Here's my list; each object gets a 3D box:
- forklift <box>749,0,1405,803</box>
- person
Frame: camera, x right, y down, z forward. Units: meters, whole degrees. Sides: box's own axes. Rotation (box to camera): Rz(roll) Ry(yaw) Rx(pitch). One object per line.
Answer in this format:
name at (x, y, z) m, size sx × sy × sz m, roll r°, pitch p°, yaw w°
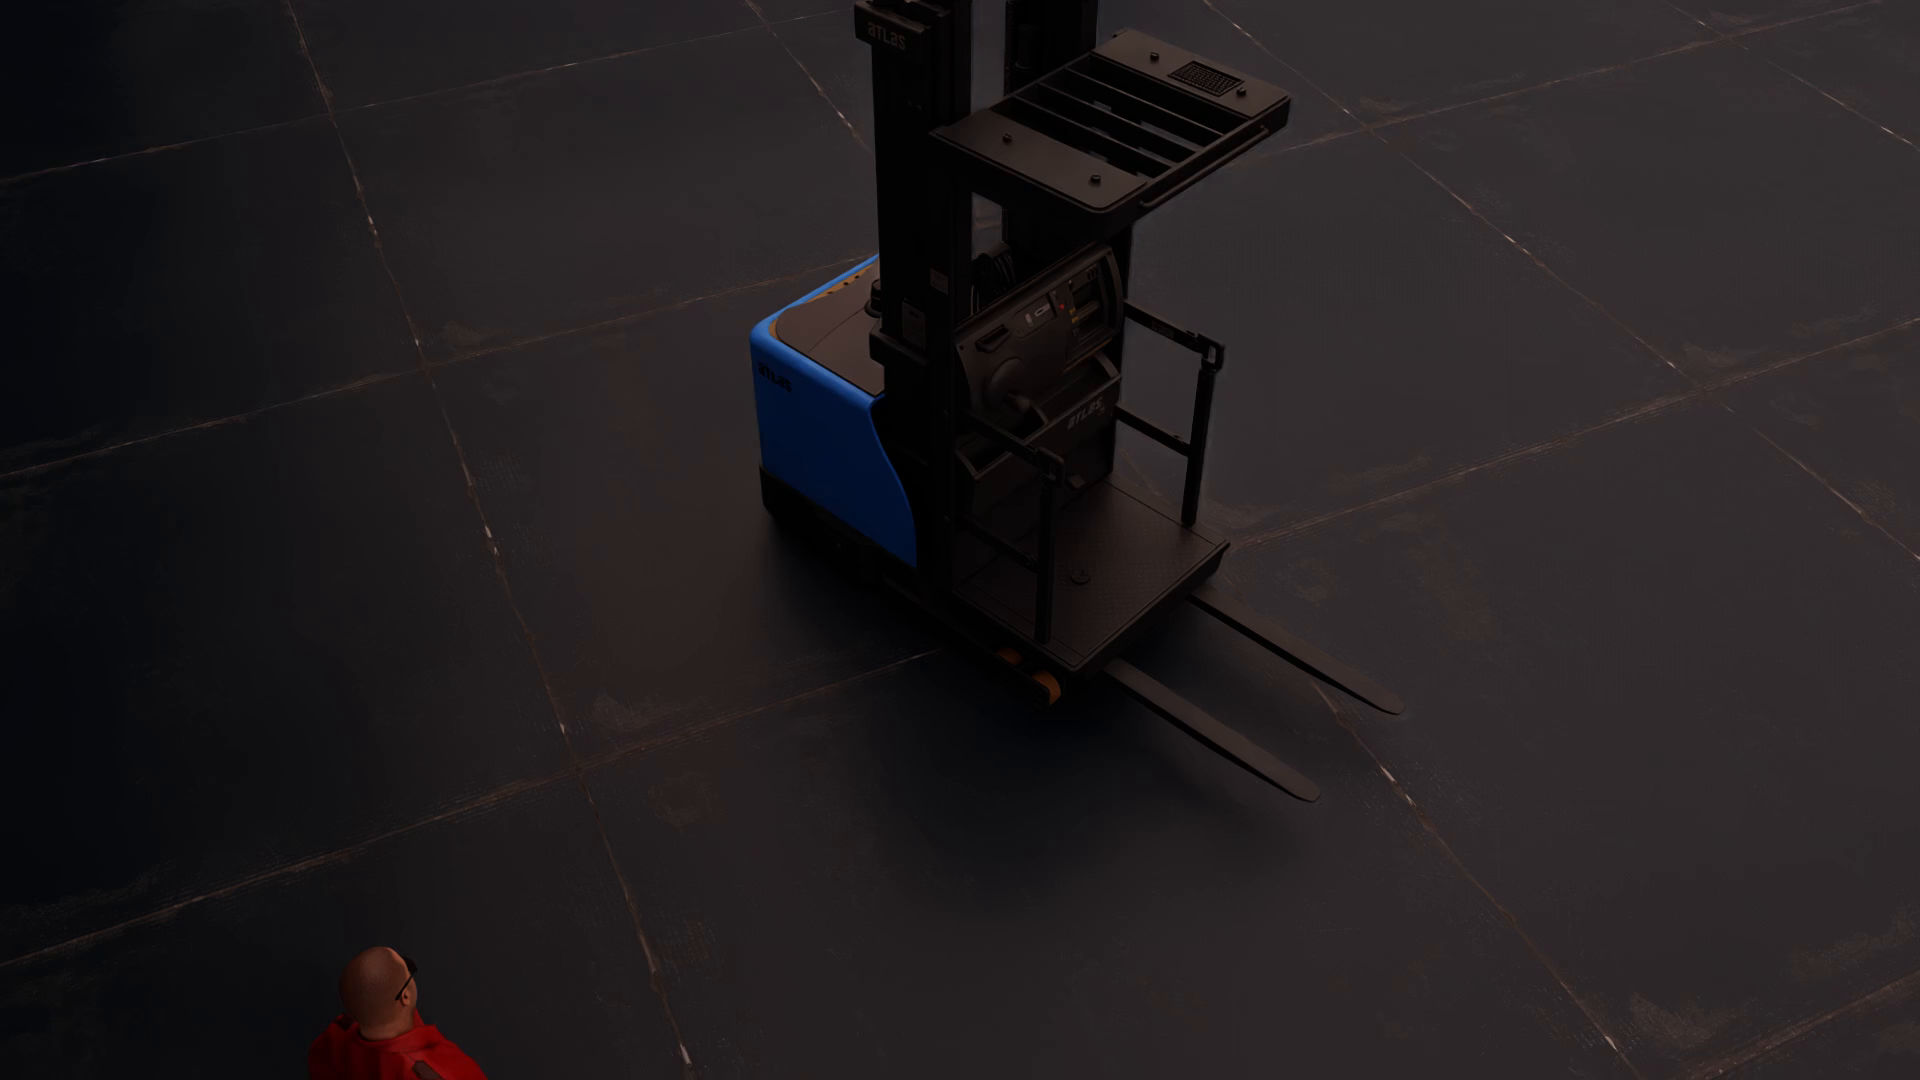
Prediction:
forklift at (0.482, -0.765, 6.500) m, size 3.031 × 2.935 × 1.130 m, roll 32°, pitch 52°, yaw 30°
person at (-1.487, 1.805, 4.714) m, size 0.896 × 1.717 × 0.476 m, roll 29°, pitch 50°, yaw 27°
